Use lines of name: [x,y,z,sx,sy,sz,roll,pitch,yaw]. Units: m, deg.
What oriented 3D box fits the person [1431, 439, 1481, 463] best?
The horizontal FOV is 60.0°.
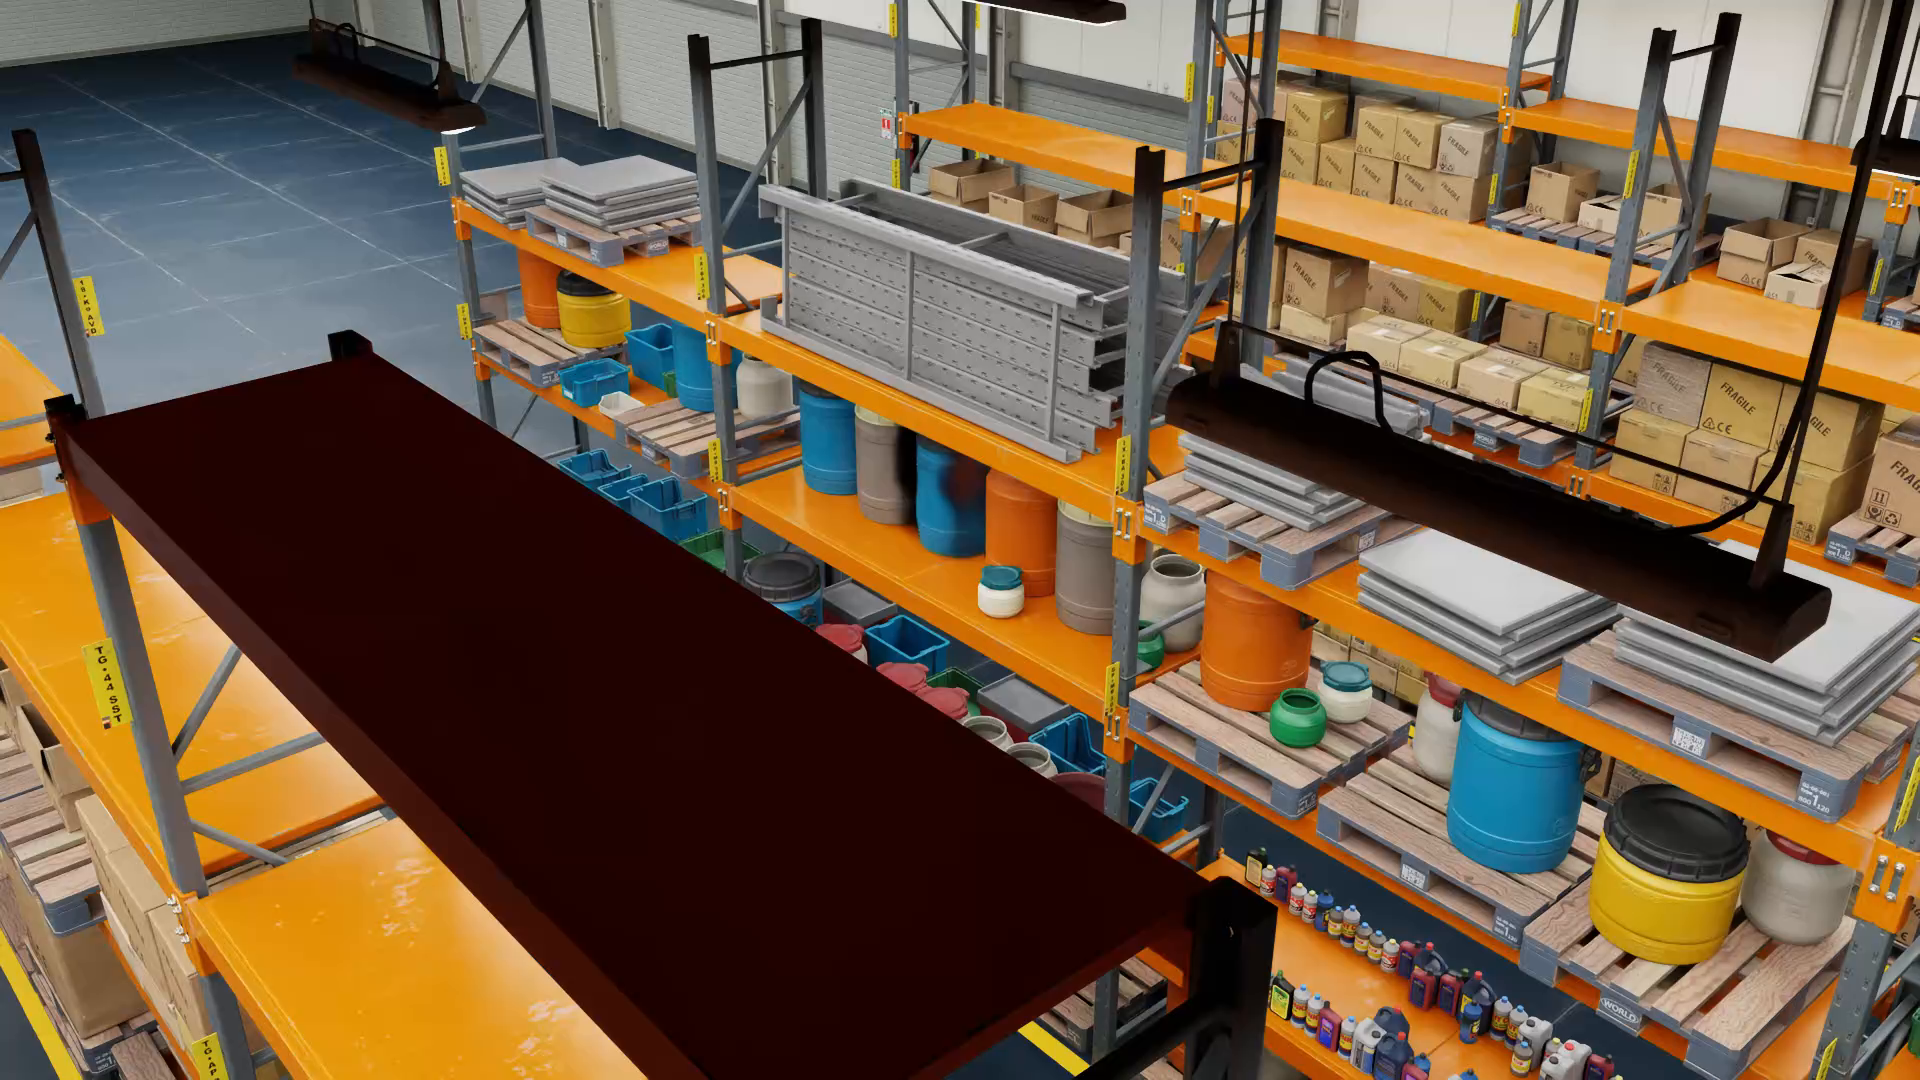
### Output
person: [5.042,-0.791,17.222,0.621,1.796,0.664,-6,28,-12]
